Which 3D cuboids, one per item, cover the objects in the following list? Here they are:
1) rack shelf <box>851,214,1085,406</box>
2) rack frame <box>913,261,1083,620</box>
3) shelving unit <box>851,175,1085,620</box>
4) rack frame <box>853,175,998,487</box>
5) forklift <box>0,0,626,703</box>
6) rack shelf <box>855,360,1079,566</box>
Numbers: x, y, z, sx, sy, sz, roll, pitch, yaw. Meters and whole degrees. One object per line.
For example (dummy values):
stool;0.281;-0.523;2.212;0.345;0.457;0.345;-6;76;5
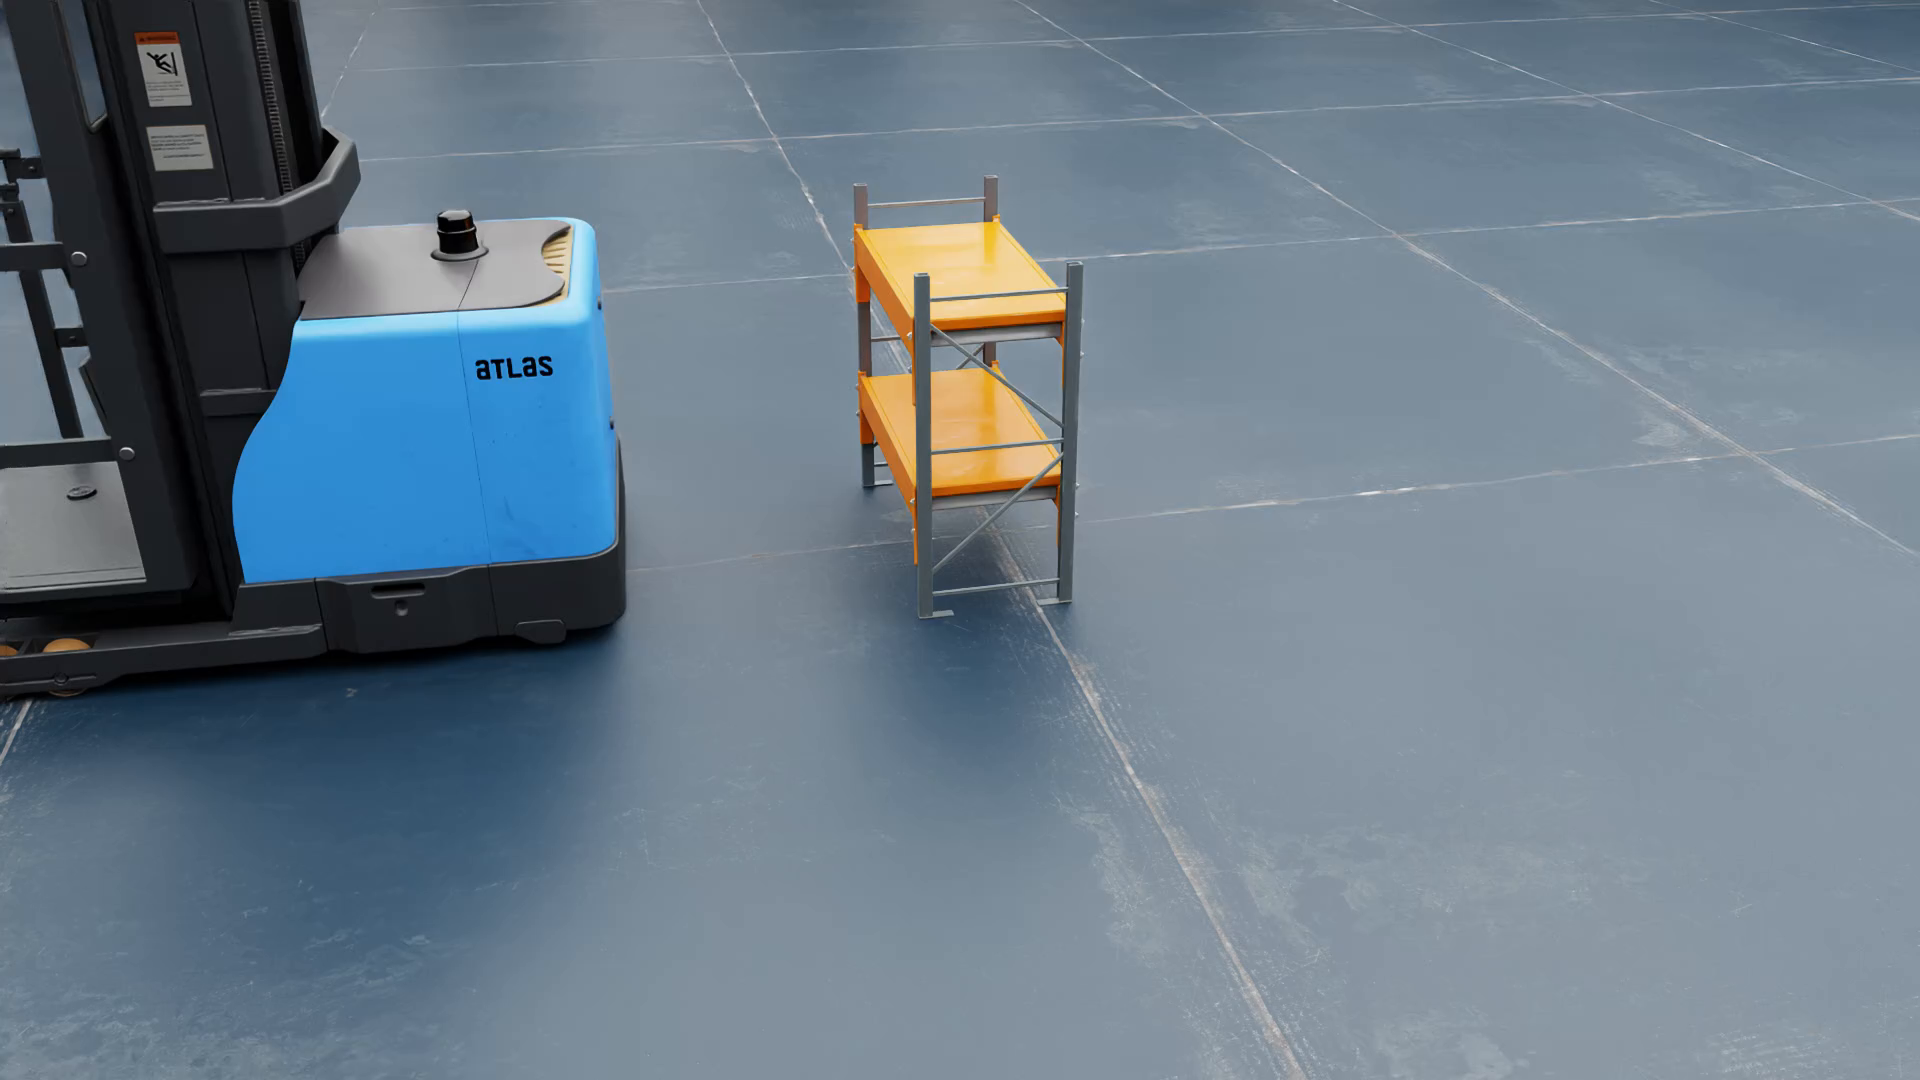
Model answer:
rack shelf;-0.002;-0.766;5.371;0.538;0.278;1.000;-6;27;-12
rack frame;0.113;-0.282;5.060;0.500;1.125;0.032;-6;27;-12
shelving unit;-0.002;-0.505;5.502;0.538;1.125;1.048;-6;27;-12
rack frame;-0.116;-0.728;5.945;0.500;1.125;0.032;-6;27;-12
forklift;-2.604;-1.095;4.666;3.031;2.935;1.130;-5;27;-9
rack shelf;-0.002;-0.287;5.613;0.538;0.278;1.000;-6;27;-12
